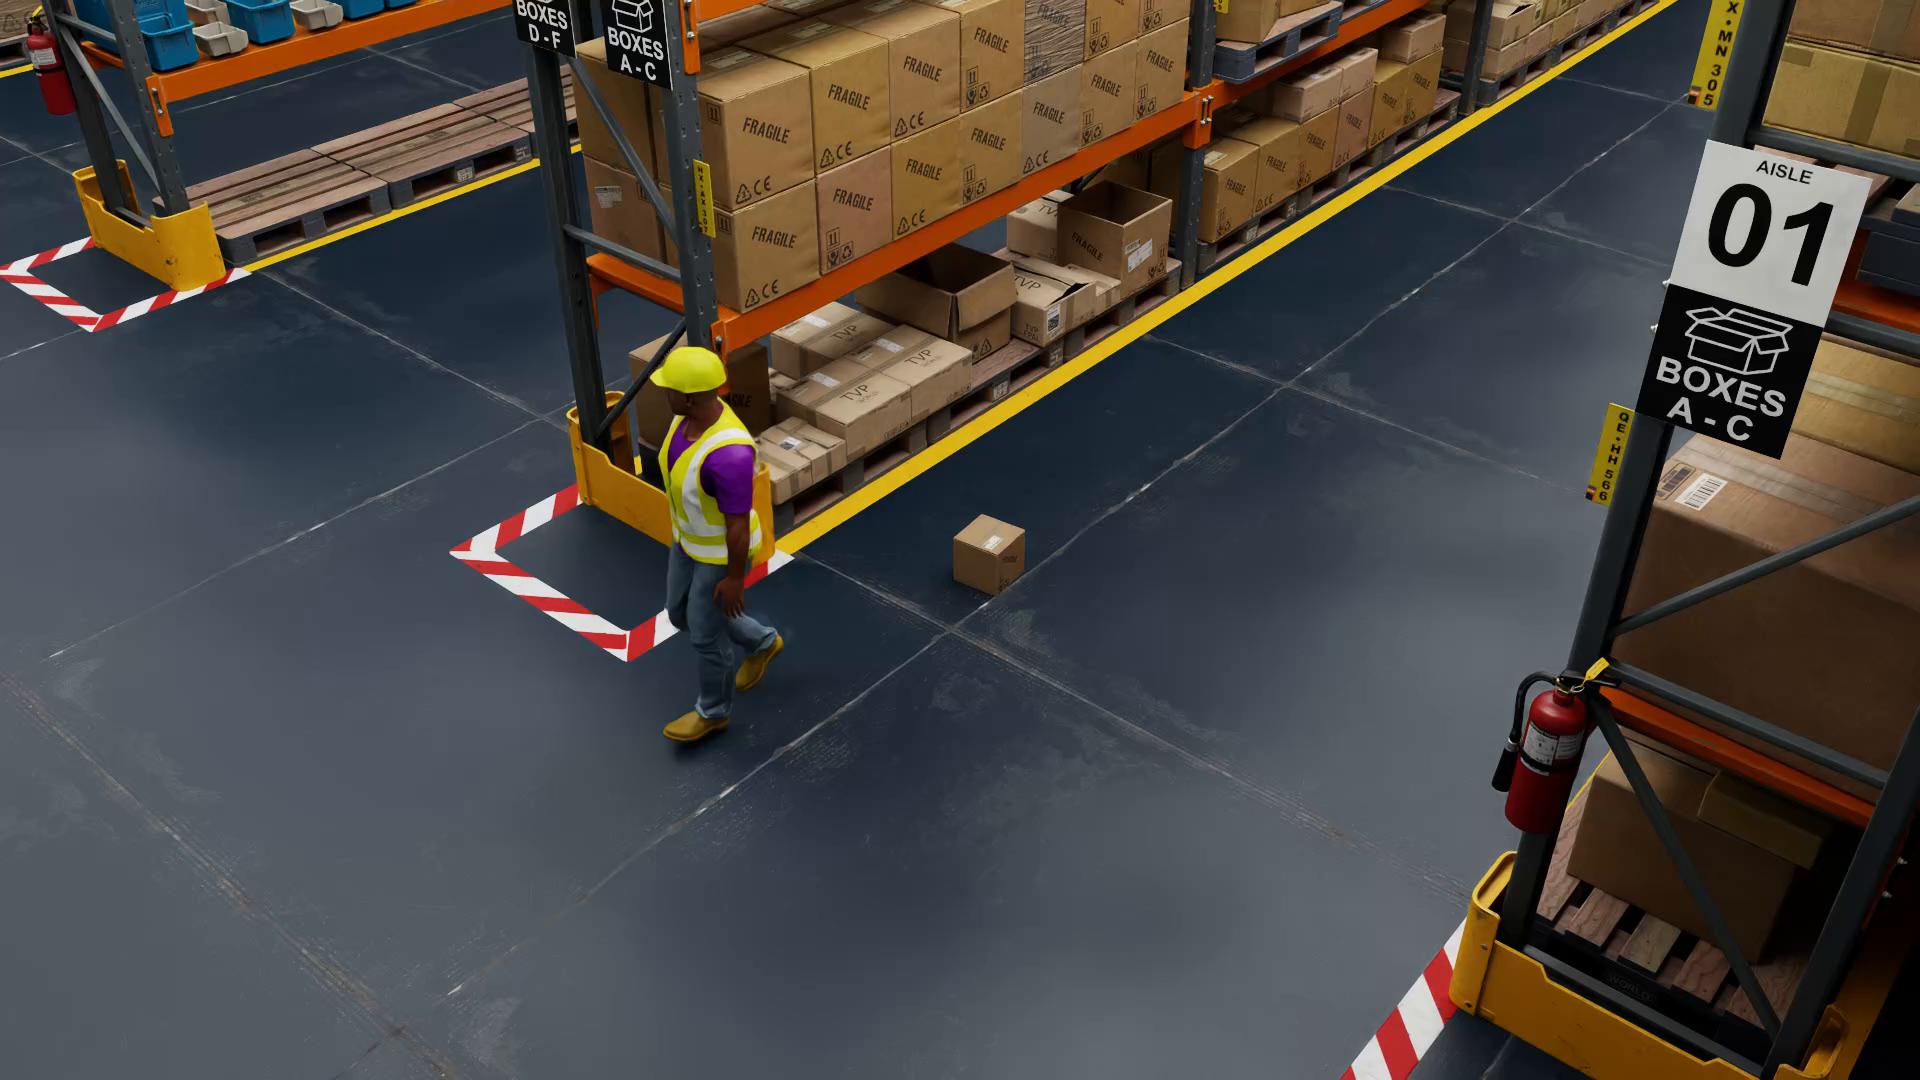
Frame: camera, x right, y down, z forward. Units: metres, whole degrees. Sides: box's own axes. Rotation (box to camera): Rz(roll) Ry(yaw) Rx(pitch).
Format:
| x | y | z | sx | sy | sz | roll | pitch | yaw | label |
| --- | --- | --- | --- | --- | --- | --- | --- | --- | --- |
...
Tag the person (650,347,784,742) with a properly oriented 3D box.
| x | y | z | sx | sy | sz | roll | pitch | yaw | label |
| --- | --- | --- | --- | --- | --- | --- | --- | --- | --- |
| -1.012 | 0.018 | 6.722 | 0.650 | 1.761 | 0.603 | -19 | 39 | -26 | person |
